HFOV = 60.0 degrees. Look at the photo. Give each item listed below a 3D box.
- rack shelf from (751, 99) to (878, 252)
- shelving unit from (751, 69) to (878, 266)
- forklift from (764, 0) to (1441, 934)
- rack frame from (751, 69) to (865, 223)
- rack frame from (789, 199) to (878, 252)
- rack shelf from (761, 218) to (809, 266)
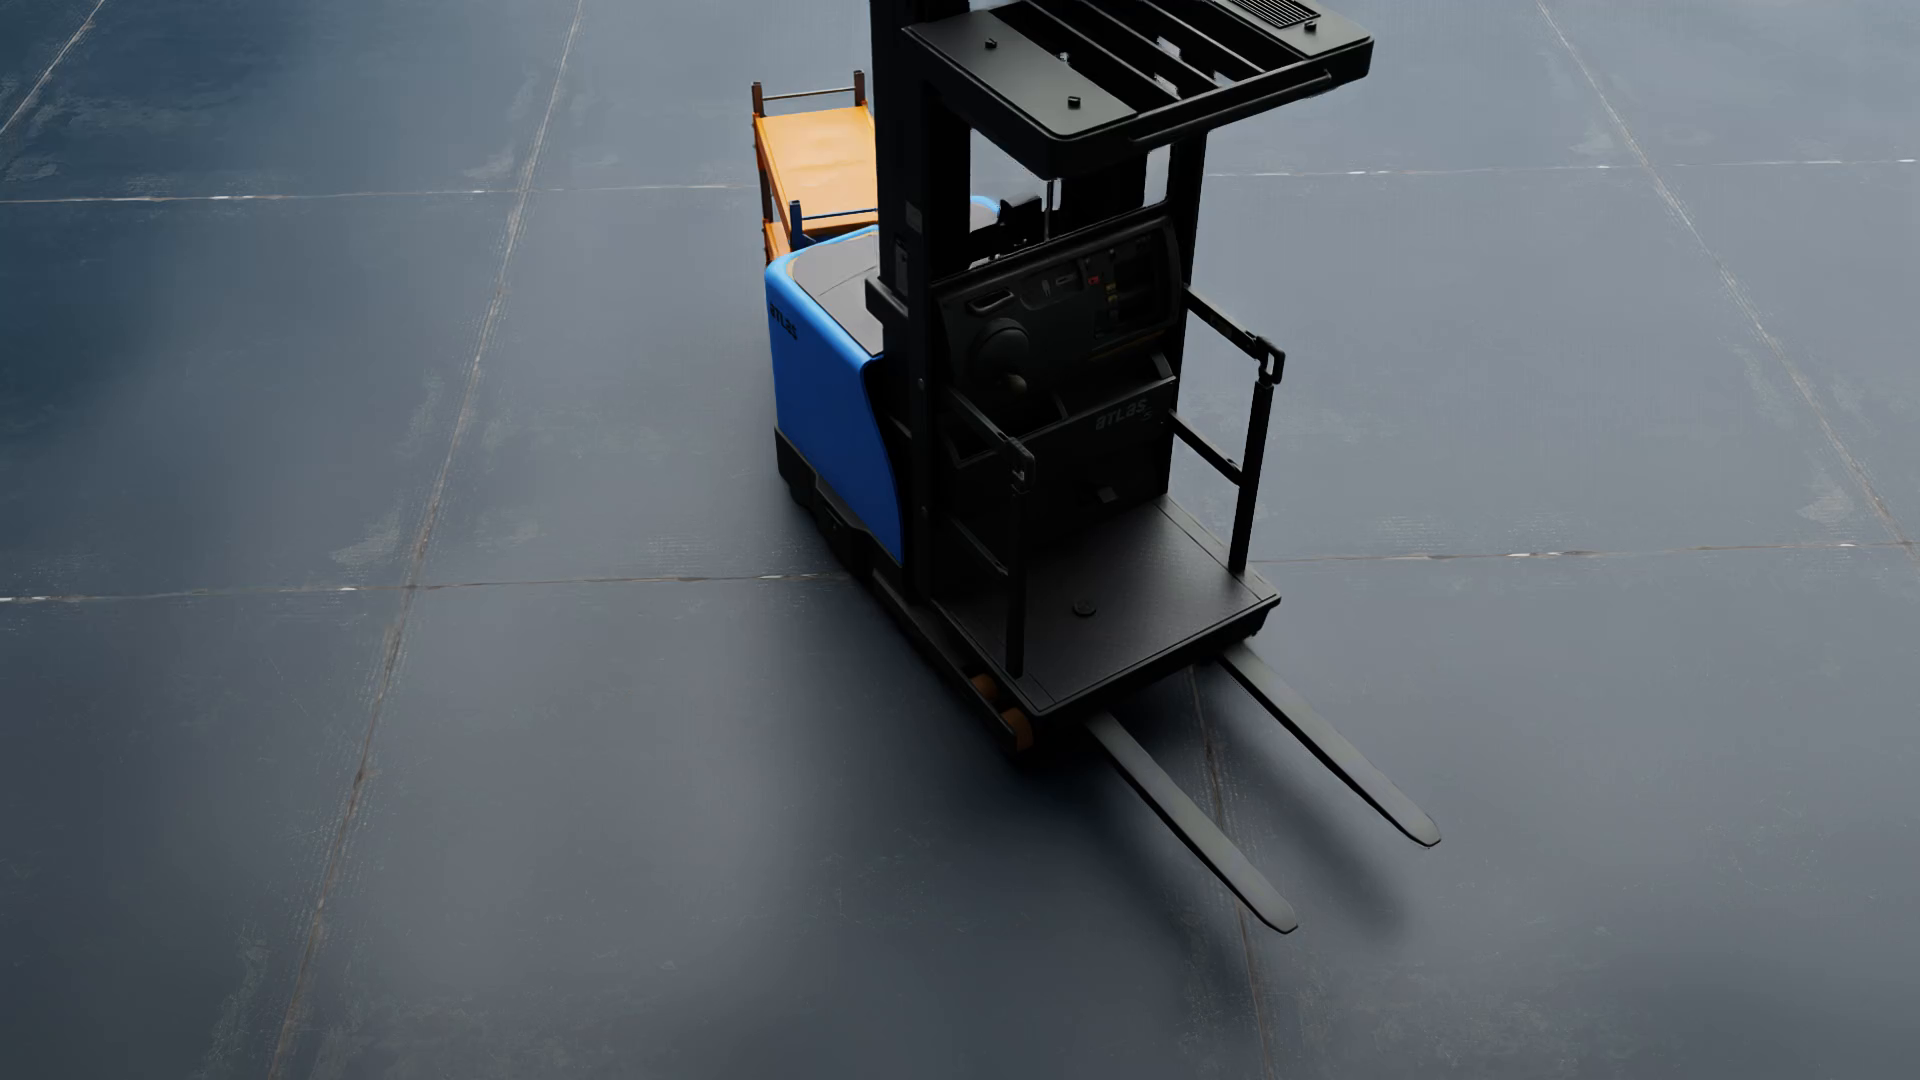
[{"bbox_3d":[-0.548,-1.500,7.120,0.538,0.278,1.000,-9,43,-10],"label":"rack shelf"},{"bbox_3d":[-0.548,-1.284,7.318,0.538,1.125,1.048,-9,43,-10],"label":"shelving unit"},{"bbox_3d":[0.457,-0.689,5.332,1.130,2.935,3.031,-24,47,-24],"label":"forklift"},{"bbox_3d":[-0.669,-1.618,7.682,0.500,1.125,0.032,-9,43,-10],"label":"rack frame"},{"bbox_3d":[-0.427,-0.950,6.954,0.500,1.125,0.032,-9,43,-10],"label":"rack frame"},{"bbox_3d":[-0.548,-1.104,7.483,0.538,0.278,1.000,-9,43,-10],"label":"rack shelf"}]
